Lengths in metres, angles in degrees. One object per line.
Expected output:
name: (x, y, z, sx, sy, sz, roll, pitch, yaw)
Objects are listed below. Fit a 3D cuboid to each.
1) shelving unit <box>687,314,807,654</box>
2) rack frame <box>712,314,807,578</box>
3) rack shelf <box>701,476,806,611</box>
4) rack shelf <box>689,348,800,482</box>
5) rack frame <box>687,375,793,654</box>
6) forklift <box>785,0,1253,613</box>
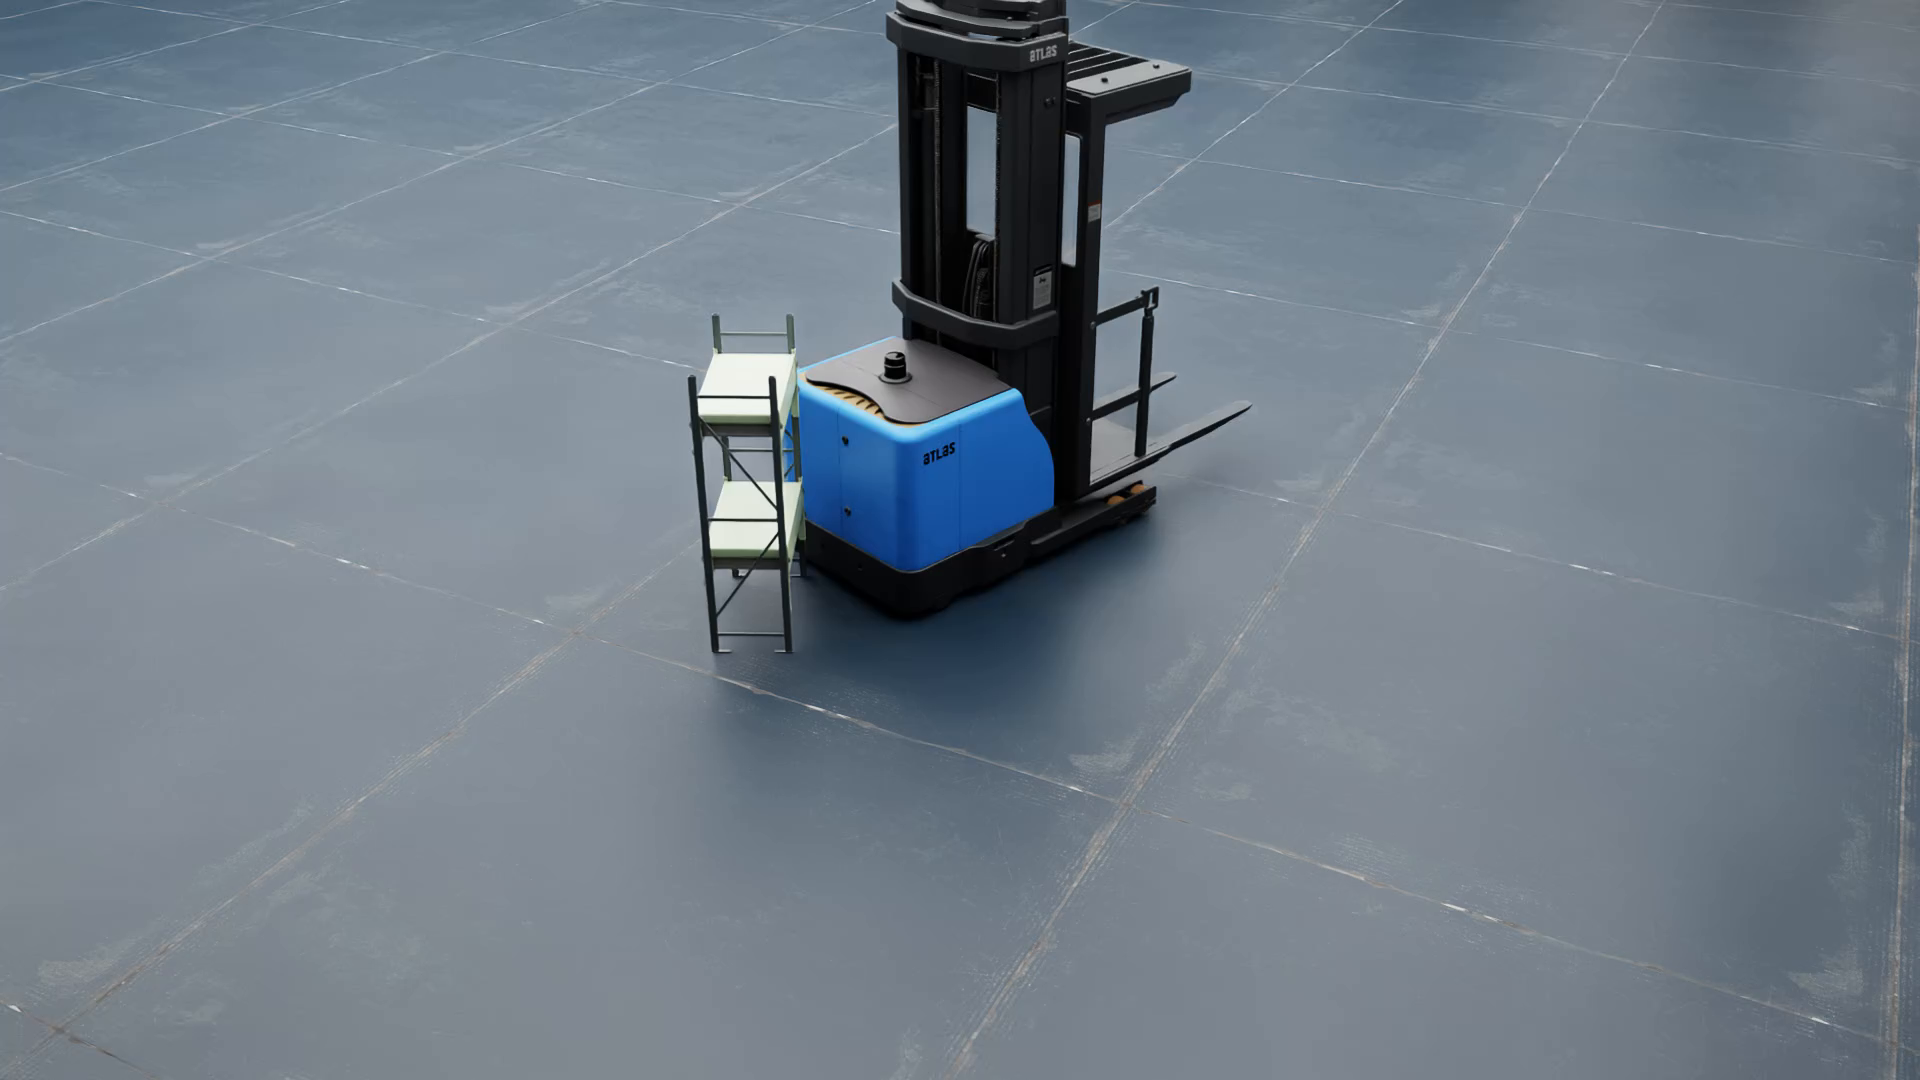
shelving unit: (-1.026, -0.273, 8.220, 0.431, 1.500, 0.755, 1, 30, 1)
rack frame: (-1.019, -0.456, 8.537, 0.400, 1.500, 0.023, 1, 30, 1)
rack shelf: (-1.026, 0.009, 8.382, 0.431, 0.370, 0.720, 1, 30, 1)
rack shelf: (-1.026, -0.612, 8.026, 0.431, 0.370, 0.720, 1, 30, 1)
rack frame: (-1.033, -0.091, 7.903, 0.400, 1.500, 0.023, 1, 30, 1)
forklift: (0.481, -1.522, 8.957, 3.031, 2.935, 1.130, -25, 38, -37)
